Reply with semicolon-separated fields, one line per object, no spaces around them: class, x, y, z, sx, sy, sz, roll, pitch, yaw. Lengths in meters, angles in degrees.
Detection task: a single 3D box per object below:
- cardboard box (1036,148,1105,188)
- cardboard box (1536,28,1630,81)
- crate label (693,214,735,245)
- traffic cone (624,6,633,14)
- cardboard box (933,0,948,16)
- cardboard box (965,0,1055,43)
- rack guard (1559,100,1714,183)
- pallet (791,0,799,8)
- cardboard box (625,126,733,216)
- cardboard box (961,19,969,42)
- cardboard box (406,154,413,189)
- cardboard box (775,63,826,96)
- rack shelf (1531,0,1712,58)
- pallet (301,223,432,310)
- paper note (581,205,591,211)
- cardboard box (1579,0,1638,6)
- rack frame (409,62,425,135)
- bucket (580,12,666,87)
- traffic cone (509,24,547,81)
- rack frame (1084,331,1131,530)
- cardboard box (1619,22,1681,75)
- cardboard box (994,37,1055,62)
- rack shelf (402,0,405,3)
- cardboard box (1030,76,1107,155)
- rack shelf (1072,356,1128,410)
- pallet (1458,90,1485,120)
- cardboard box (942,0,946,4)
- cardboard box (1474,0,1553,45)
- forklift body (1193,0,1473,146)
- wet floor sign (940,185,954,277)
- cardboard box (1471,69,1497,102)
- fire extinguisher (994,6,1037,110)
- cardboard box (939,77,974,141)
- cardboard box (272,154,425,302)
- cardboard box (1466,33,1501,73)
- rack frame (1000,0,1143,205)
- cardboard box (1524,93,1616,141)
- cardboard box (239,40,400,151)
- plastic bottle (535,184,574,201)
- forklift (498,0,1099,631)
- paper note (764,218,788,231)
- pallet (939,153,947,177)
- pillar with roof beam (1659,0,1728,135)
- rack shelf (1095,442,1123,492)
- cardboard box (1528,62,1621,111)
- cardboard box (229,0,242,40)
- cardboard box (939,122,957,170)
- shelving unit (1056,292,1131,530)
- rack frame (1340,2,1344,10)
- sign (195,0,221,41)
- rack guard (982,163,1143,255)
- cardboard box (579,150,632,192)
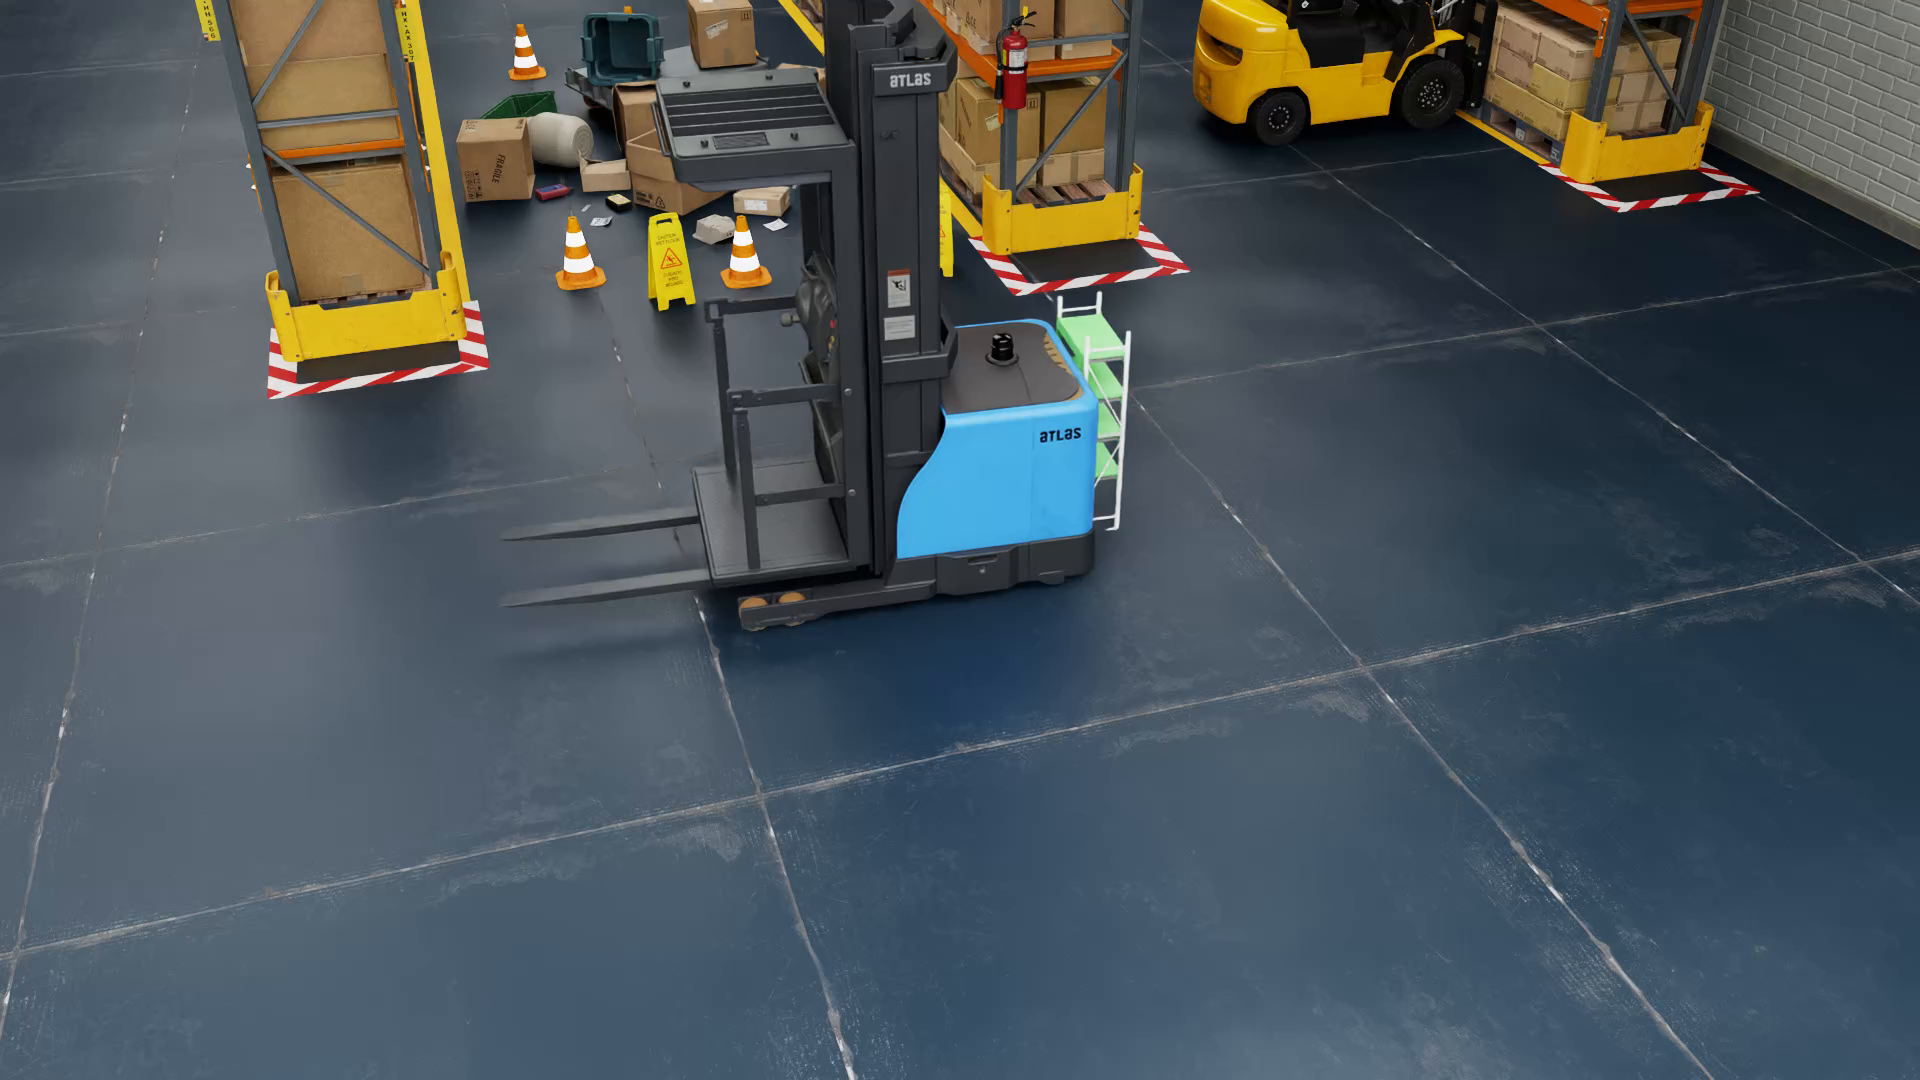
cardboard box;0.799;-2.984;12.977;0.500;0.250;0.500;-10;35;-15
cardboard box;5.071;-3.957;13.543;0.500;0.250;0.500;-9;34;-13
crate label;-1.830;-2.337;12.482;0.298;0.136;0.250;27;42;34
traffic cone;-3.190;-4.927;16.106;0.336;0.463;0.334;-10;35;-15
cardboard box;0.008;-4.201;12.934;0.380;0.149;0.250;-10;35;-15
cardboard box;0.354;-3.890;11.875;0.500;0.500;0.500;-11;35;-16
rack guard;5.515;-3.267;13.560;1.175;0.500;0.348;-10;35;-15
pallet;-1.421;-6.112;18.127;1.003;0.211;1.213;-10;35;-15
cardboard box;-2.165;-2.940;13.063;0.637;0.503;0.797;19;38;26
cardboard box;0.224;-3.794;12.318;0.380;0.149;0.250;-11;35;-16
cardboard box;-4.718;-3.174;12.699;0.875;0.875;0.875;-10;35;-14
cardboard box;-1.407;-3.752;14.292;0.500;0.500;0.500;13;36;18
rack shelf;4.898;-5.072;14.677;1.077;0.370;4.000;-10;35;-15
pallet;-4.220;-1.843;11.668;1.003;0.211;1.213;-10;35;-15
paper note;-2.920;-2.592;12.983;0.032;0.001;0.123;7;34;10
cardboard box;5.108;-4.578;13.186;0.500;0.500;0.500;-11;35;-16
rack frame;-5.121;-4.700;13.462;1.000;3.000;0.127;-10;35;-15
bucket;-2.884;-4.285;14.424;0.726;0.611;0.620;1;23;2
traffic cone;-4.092;-4.600;15.611;0.336;0.463;0.334;-10;35;-15
rack frame;0.756;-0.549;8.812;0.240;1.200;0.015;-8;34;-11
cardboard box;5.542;-4.052;13.686;0.500;0.250;0.500;-11;35;-15
cardboard box;0.464;-3.541;11.935;0.380;0.149;0.250;-9;34;-13
rack shelf;-5.731;-5.450;15.249;1.077;0.370;4.000;-10;35;-15
cardboard box;0.792;-3.309;12.789;0.500;0.500;0.500;-11;35;-16
rack shelf;0.698;-0.827;8.913;0.258;0.148;0.480;-8;34;-11
pallet;4.867;-4.193;15.223;1.003;0.211;1.213;-10;35;-15
cardboard box;0.057;-4.417;12.672;0.500;0.500;0.500;-10;35;-15
cardboard box;4.746;-4.487;14.345;0.500;0.250;0.500;-10;35;-14
forklift body;3.192;-4.657;14.166;2.313;2.155;1.214;-10;35;-15
wet floor sign;-0.179;-2.224;11.849;0.267;0.644;0.232;1;33;2
cardboard box;4.777;-4.071;14.622;0.500;0.250;0.500;-10;35;-14
fire extinguisher;0.378;-3.316;11.437;0.296;0.674;0.183;-10;35;-15
cardboard box;0.127;-3.477;13.043;0.500;0.500;0.500;-9;34;-13
cardboard box;-4.171;-2.234;11.275;0.875;0.875;0.875;-10;35;-14
cardboard box;4.742;-4.294;14.507;0.500;0.250;0.500;-11;35;-16
rack frame;0.782;-3.486;11.623;1.000;3.000;0.127;-10;35;-15
cardboard box;5.064;-3.544;13.825;0.500;0.250;0.500;-10;35;-14
cardboard box;-4.057;-2.850;10.525;0.875;0.550;0.550;-10;35;-15
plastic bottle;-3.217;-2.768;13.203;0.283;0.061;0.133;-23;40;-31
forklift;-0.871;-1.086;8.054;3.031;2.935;1.130;-7;34;-11
paper note;-1.402;-2.408;12.686;0.148;0.019;0.142;-23;40;-31
pallet;0.176;-3.434;14.075;1.003;0.211;1.213;-10;35;-15
pillar with roof beam;2.054;-6.618;10.923;9.100;9.000;0.400;-10;35;-15
rack shelf;0.698;-0.426;9.177;0.258;0.148;0.480;-8;34;-11
cardboard box;5.062;-3.762;13.701;0.500;0.250;0.500;-10;35;-15
cardboard box;-4.233;-3.588;10.663;0.875;0.550;0.550;-10;35;-15
cardboard box;0.129;-3.166;13.253;0.500;0.250;0.500;-10;35;-15
shelving unit;0.698;-0.680;9.010;0.258;1.200;0.503;-8;34;-11
rack frame;4.288;-6.422;16.068;1.000;3.000;0.127;-10;35;-15
sign;-4.422;-3.098;9.772;0.100;0.325;0.005;-10;35;-15
rack guard;0.759;-2.483;12.373;1.175;0.500;0.348;-10;35;-15
cardboard box;-2.843;-2.967;13.318;0.396;0.266;0.258;-4;34;-6
